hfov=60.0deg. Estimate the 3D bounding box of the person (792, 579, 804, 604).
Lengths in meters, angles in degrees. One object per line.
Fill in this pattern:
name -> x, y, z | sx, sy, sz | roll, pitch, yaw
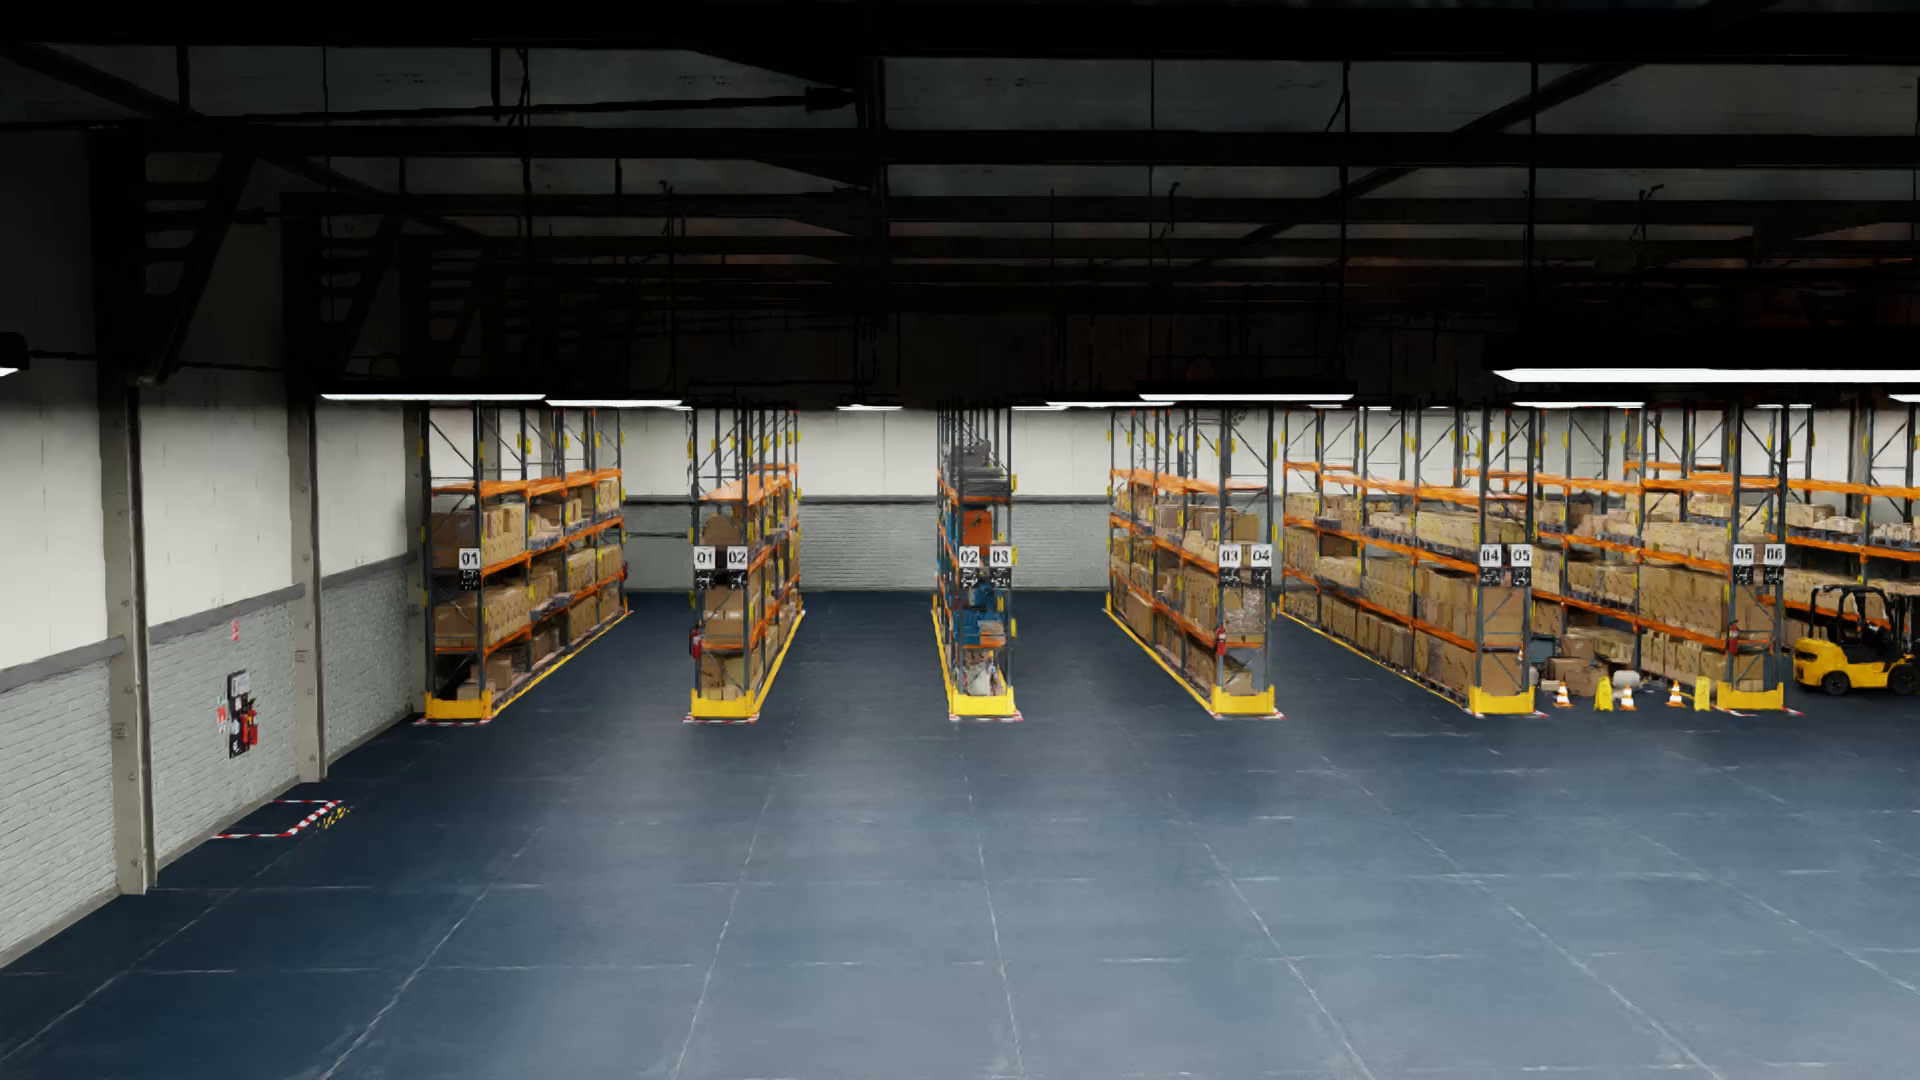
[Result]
person -> -5.041, 1.071, 49.461 | 0.585, 1.679, 0.975 | -2, 5, -25
